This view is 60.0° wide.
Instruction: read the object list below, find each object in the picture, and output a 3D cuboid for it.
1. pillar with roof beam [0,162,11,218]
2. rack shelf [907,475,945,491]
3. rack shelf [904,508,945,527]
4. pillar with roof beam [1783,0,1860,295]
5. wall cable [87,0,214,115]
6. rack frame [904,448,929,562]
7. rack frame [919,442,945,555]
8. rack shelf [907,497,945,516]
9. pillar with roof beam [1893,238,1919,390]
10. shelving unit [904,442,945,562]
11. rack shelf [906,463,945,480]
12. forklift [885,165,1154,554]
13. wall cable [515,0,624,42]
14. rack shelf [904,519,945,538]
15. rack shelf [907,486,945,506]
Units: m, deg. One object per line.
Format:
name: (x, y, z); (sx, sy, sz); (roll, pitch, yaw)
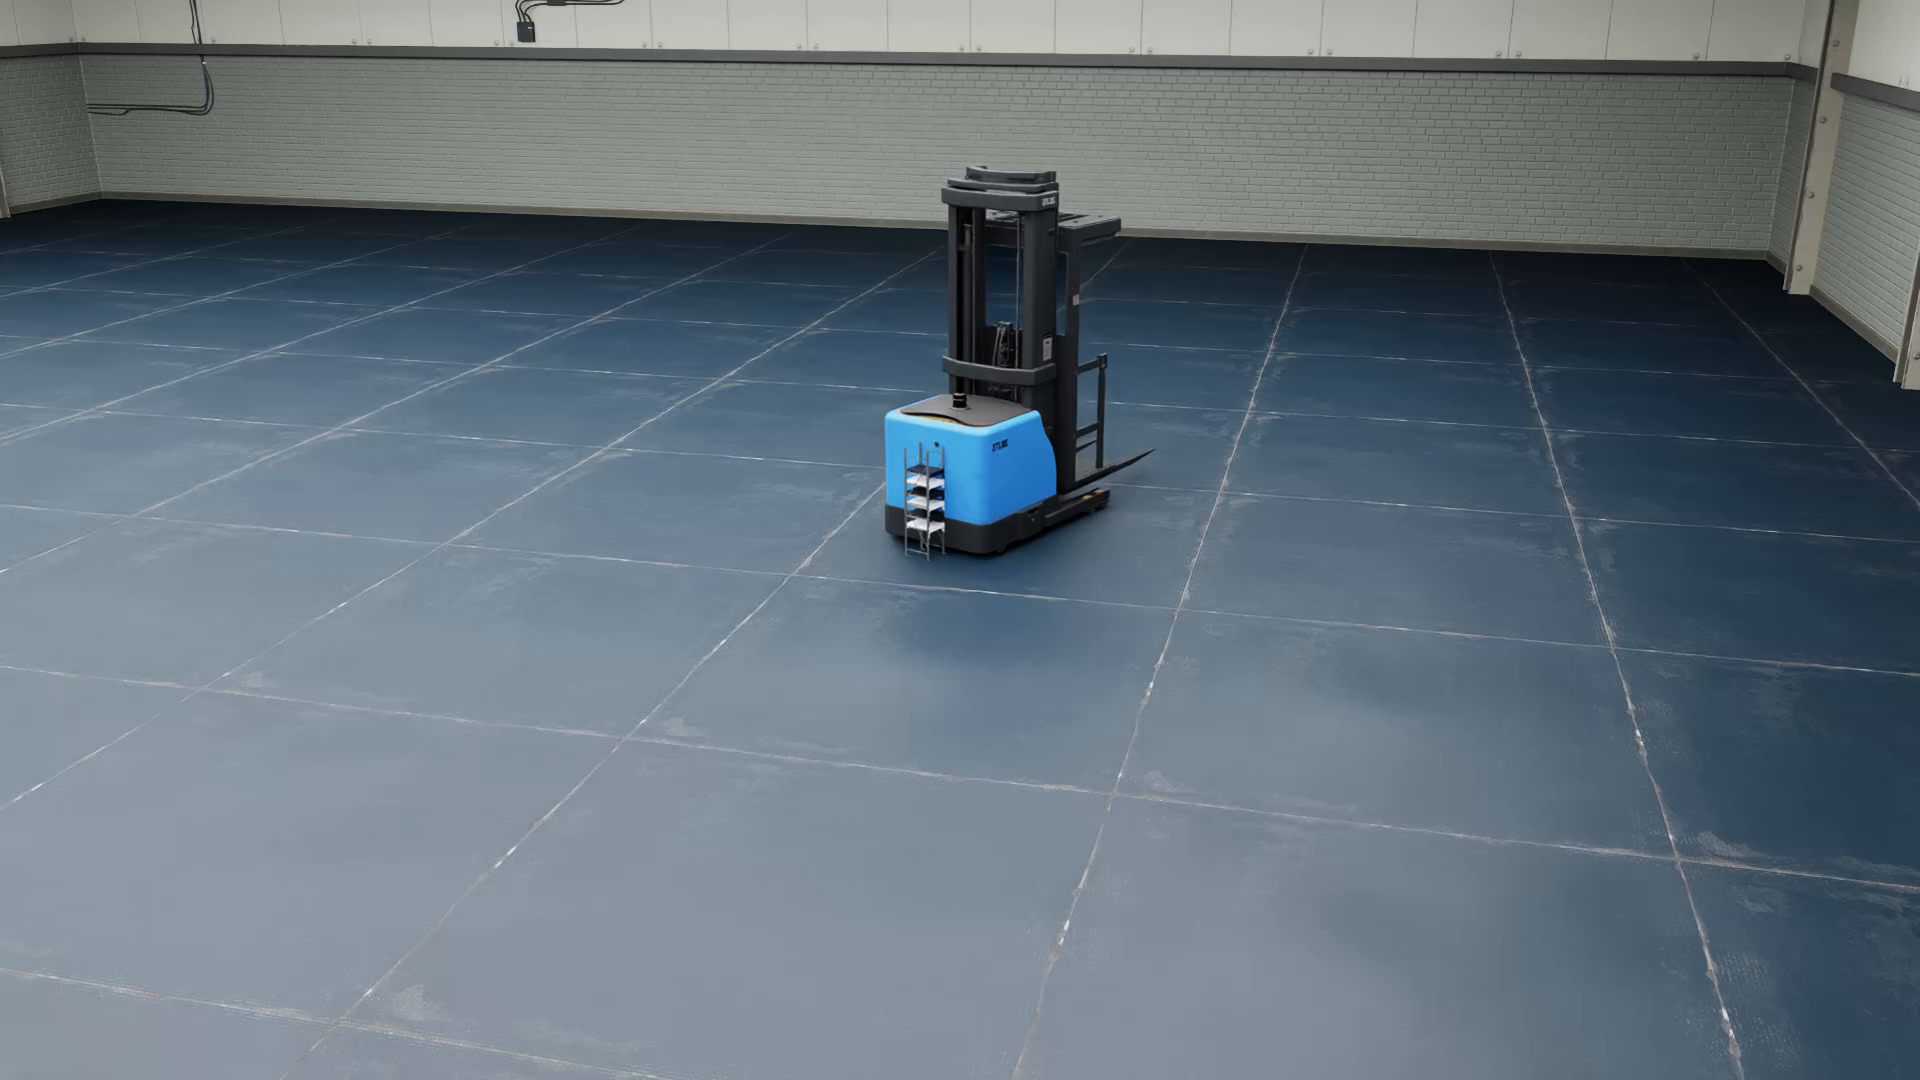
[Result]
pillar with roof beam: (-14.136, -10.032, 29.137); (9.100, 9.000, 0.400); (5, 19, 13)
rack shelf: (-0.282, -0.441, 13.132); (0.258, 0.077, 0.200); (13, 23, 34)
rack shelf: (-0.282, -0.185, 13.219); (0.258, 0.077, 0.200); (13, 23, 34)
pillar with roof beam: (8.060, -8.225, 23.845); (9.100, 9.000, 0.400); (5, 19, 13)
wall cable: (-16.308, -9.722, 33.032); (3.097, 2.526, 0.112); (5, 19, 13)
rack frame: (-0.342, -0.275, 13.101); (0.240, 0.900, 0.006); (13, 23, 34)
rack frame: (-0.223, -0.329, 13.257); (0.240, 0.900, 0.006); (13, 23, 34)
rack shelf: (-0.282, -0.270, 13.190); (0.258, 0.077, 0.200); (13, 23, 34)
pillar with roof beam: (6.594, -6.344, 18.339); (9.100, 9.000, 0.400); (5, 19, 13)
shelving unit: (-0.282, -0.302, 13.179); (0.258, 0.900, 0.210); (13, 23, 34)
rack shelf: (-0.282, -0.526, 13.103); (0.258, 0.077, 0.200); (13, 23, 34)
forklift: (0.651, -1.692, 14.108); (1.130, 2.935, 3.031); (13, 23, 34)
wall cable: (-7.107, -12.046, 29.771); (2.305, 6.003, 0.169); (5, 19, 13)
rack shelf: (-0.282, -0.100, 13.248); (0.258, 0.077, 0.200); (13, 23, 34)
rack shelf: (-0.282, -0.356, 13.161); (0.258, 0.077, 0.200); (13, 23, 34)
